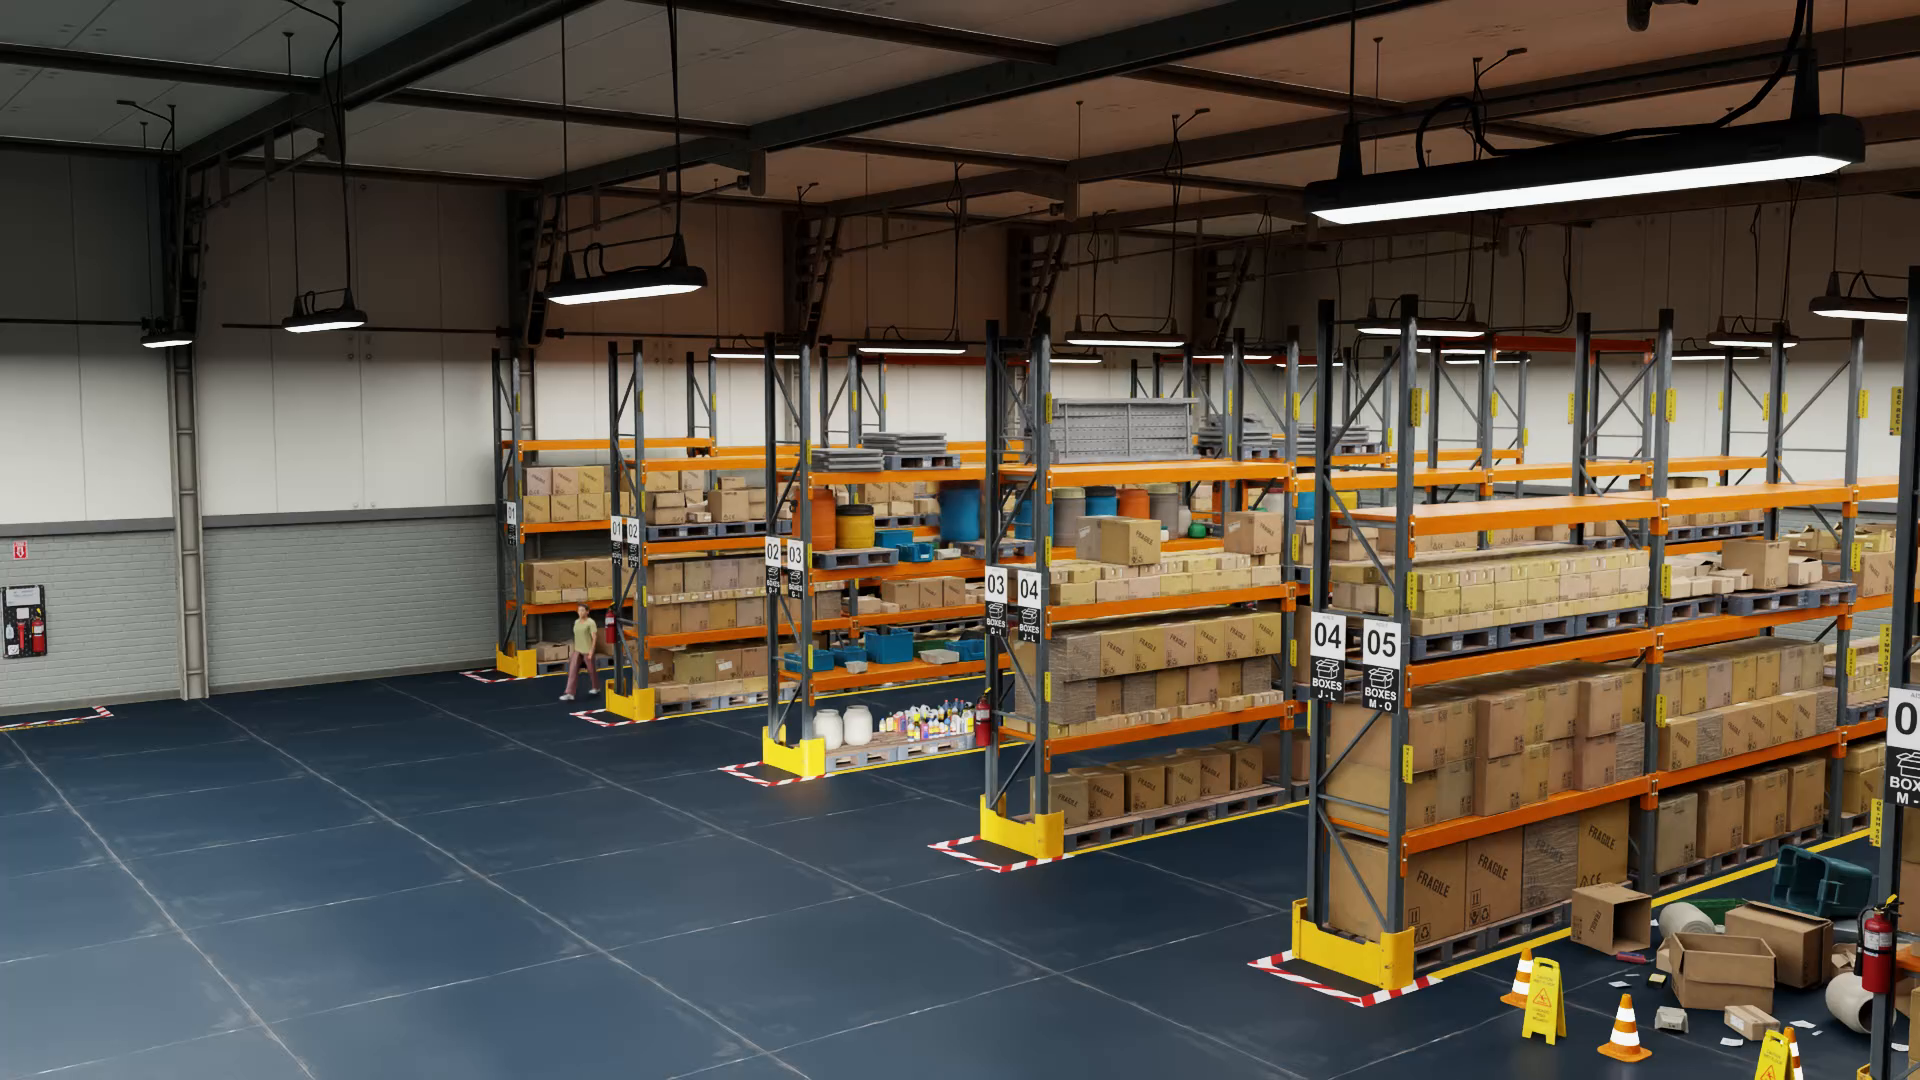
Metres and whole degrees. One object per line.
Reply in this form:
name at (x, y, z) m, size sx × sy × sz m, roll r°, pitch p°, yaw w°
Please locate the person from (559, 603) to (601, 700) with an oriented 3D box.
person at (-6.346, 1.871, 28.063) m, size 0.465 × 1.606 × 1.051 m, roll 2°, pitch 5°, yaw 17°
